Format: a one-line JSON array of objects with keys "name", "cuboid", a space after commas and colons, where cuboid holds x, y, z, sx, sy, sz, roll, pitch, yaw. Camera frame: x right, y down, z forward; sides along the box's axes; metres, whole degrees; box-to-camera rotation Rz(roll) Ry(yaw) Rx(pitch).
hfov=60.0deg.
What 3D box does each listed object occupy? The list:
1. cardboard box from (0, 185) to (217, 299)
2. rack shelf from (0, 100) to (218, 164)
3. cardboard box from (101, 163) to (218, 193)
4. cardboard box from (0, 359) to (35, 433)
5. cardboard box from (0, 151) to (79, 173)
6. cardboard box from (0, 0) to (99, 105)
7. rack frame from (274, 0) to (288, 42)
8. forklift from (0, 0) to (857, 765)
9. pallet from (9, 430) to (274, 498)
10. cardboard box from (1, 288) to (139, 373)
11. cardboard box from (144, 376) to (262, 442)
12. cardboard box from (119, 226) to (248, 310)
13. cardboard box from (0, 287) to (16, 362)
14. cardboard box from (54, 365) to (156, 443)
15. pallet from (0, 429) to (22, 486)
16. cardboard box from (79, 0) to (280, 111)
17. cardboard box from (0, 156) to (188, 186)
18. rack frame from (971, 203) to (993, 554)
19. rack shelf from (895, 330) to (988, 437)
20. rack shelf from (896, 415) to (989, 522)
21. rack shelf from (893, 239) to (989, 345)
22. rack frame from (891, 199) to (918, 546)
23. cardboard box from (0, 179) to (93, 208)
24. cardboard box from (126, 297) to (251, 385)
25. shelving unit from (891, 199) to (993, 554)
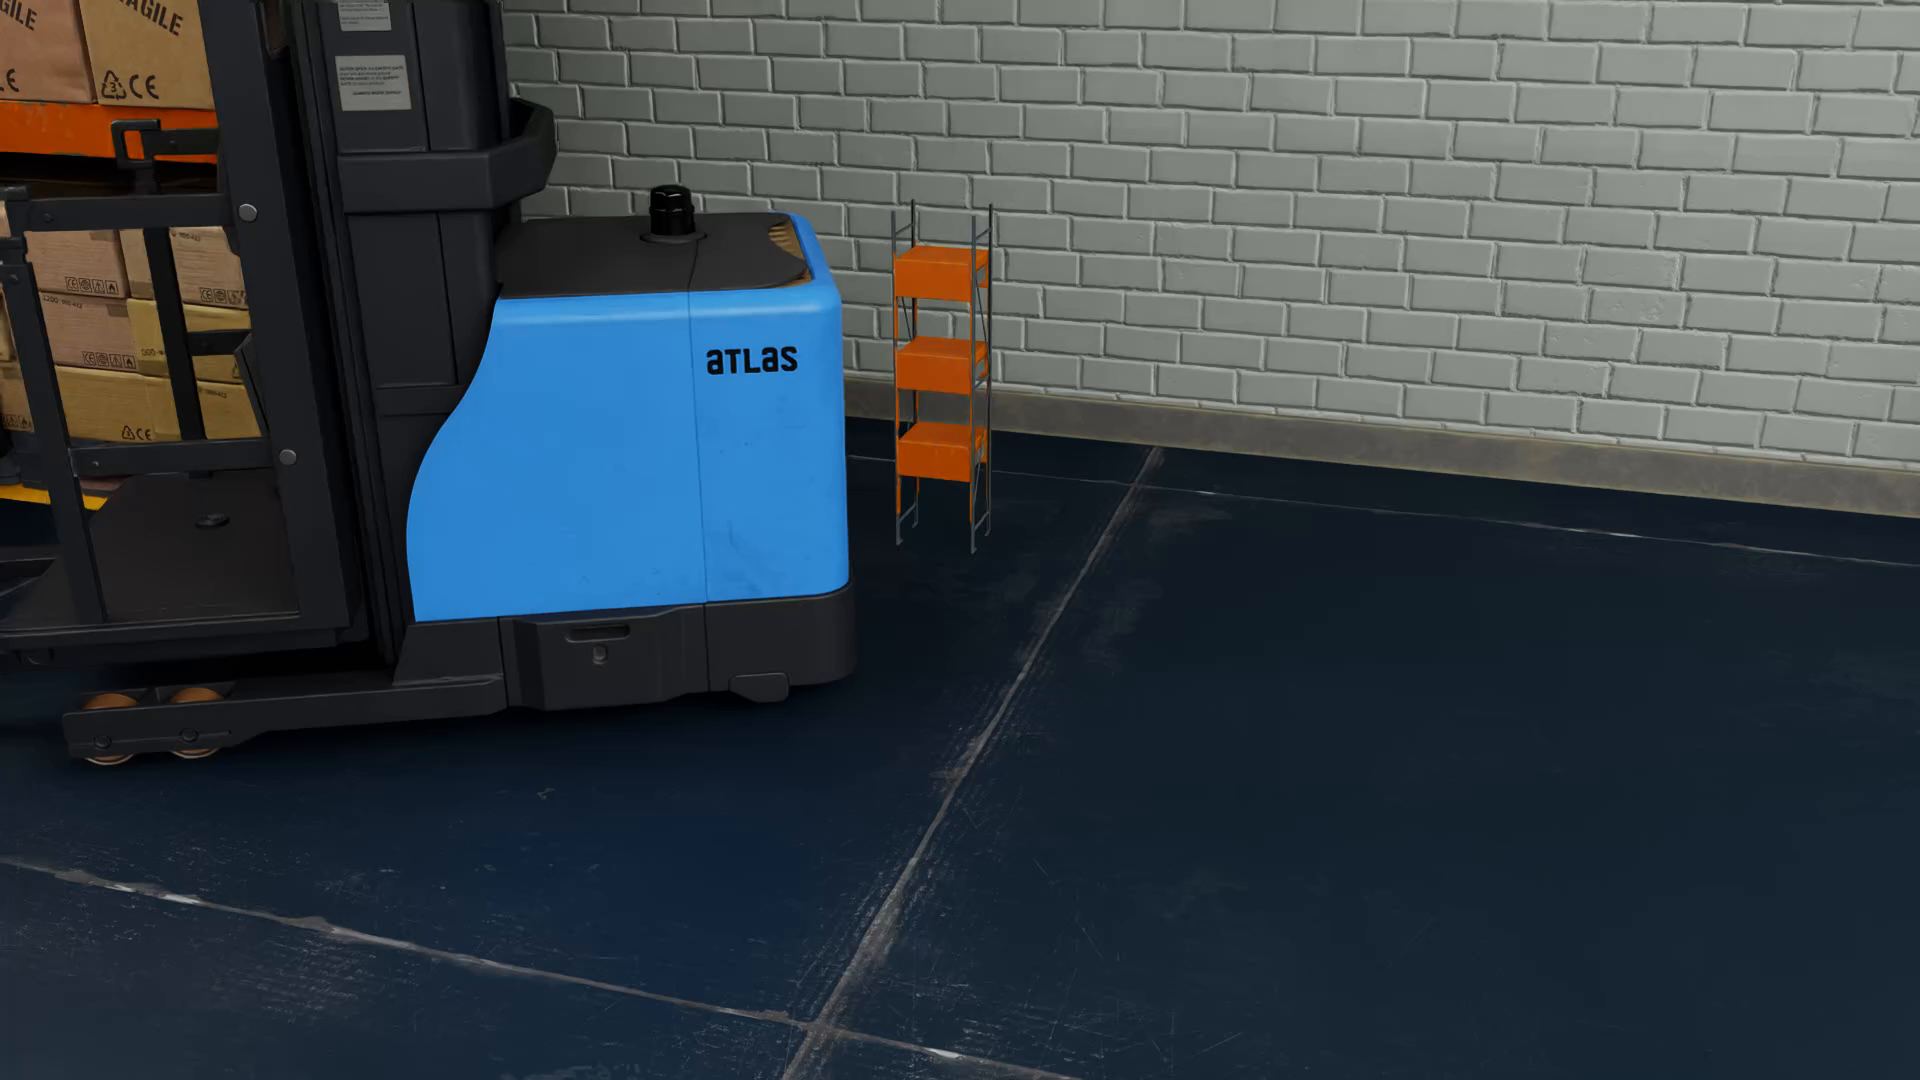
[{"name": "cardboard box", "cuboid": [-2.798, -0.992, 5.488, 0.500, 0.250, 0.500, 7, 23, 16]}, {"name": "rack shelf", "cuboid": [-3.691, -1.502, 5.928, 4.000, 0.370, 1.077, 7, 23, 16]}, {"name": "cardboard box", "cuboid": [-2.661, -1.176, 5.936, 0.500, 0.250, 0.500, 7, 23, 16]}, {"name": "cardboard box", "cuboid": [-3.267, -0.591, 5.828, 0.500, 0.250, 0.500, 7, 23, 16]}, {"name": "cardboard box", "cuboid": [-3.625, -1.293, 6.222, 0.500, 0.250, 0.500, 6, 23, 14]}, {"name": "cardboard box", "cuboid": [-2.817, -1.681, 5.284, 0.500, 0.500, 0.500, 7, 23, 17]}, {"name": "rack frame", "cuboid": [-1.776, -1.616, 5.257, 0.127, 3.000, 1.000, 7, 23, 16]}, {"name": "forklift", "cuboid": [-1.832, -1.036, 3.932, 3.031, 2.935, 1.130, -4, 23, -9]}, {"name": "pallet", "cuboid": [-2.520, -0.395, 5.954, 1.213, 0.211, 1.003, 7, 23, 16]}, {"name": "cardboard box", "cuboid": [-2.810, -0.768, 5.601, 0.500, 0.250, 0.500, 6, 23, 15]}, {"name": "cardboard box", "cuboid": [-2.317, -0.475, 5.545, 0.500, 0.250, 0.500, 7, 23, 16]}, {"name": "cardboard box", "cuboid": [-2.307, -0.938, 5.356, 0.500, 0.250, 0.500, 7, 23, 17]}, {"name": "cardboard box", "cuboid": [-3.310, -0.817, 5.721, 0.500, 0.250, 0.500, 6, 23, 14]}, {"name": "cardboard box", "cuboid": [-2.791, -0.533, 5.686, 0.500, 0.250, 0.500, 7, 23, 15]}, {"name": "pallet", "cuboid": [-3.685, -0.529, 6.282, 1.213, 0.211, 1.003, 7, 23, 15]}, {"name": "cardboard box", "cuboid": [-2.323, -1.621, 5.137, 0.500, 0.500, 0.500, 6, 23, 14]}, {"name": "cardboard box", "cuboid": [-3.137, -1.234, 6.079, 0.500, 0.250, 0.500, 6, 23, 15]}, {"name": "rack frame", "cuboid": [0.066, -0.478, 5.052, 0.008, 1.050, 0.200, 7, 23, 16]}, {"name": "rack shelf", "cuboid": [-0.051, -0.482, 5.089, 0.240, 0.259, 0.215, 7, 23, 16]}, {"name": "rack shelf", "cuboid": [-0.051, -0.225, 5.195, 0.240, 0.259, 0.215, 7, 23, 16]}, {"name": "rack shelf", "cuboid": [-0.051, -0.744, 4.981, 0.240, 0.259, 0.215, 7, 23, 16]}, {"name": "rack frame", "cuboid": [-0.168, -0.505, 5.118, 0.008, 1.050, 0.200, 7, 23, 16]}, {"name": "cardboard box", "cuboid": [-3.284, -1.044, 5.614, 0.500, 0.250, 0.500, 7, 23, 16]}, {"name": "cardboard box", "cuboid": [-2.333, -0.709, 5.458, 0.500, 0.250, 0.500, 6, 23, 15]}, {"name": "shelving unit", "cuboid": [-0.051, -0.492, 5.085, 0.252, 1.050, 0.215, 7, 23, 16]}]
